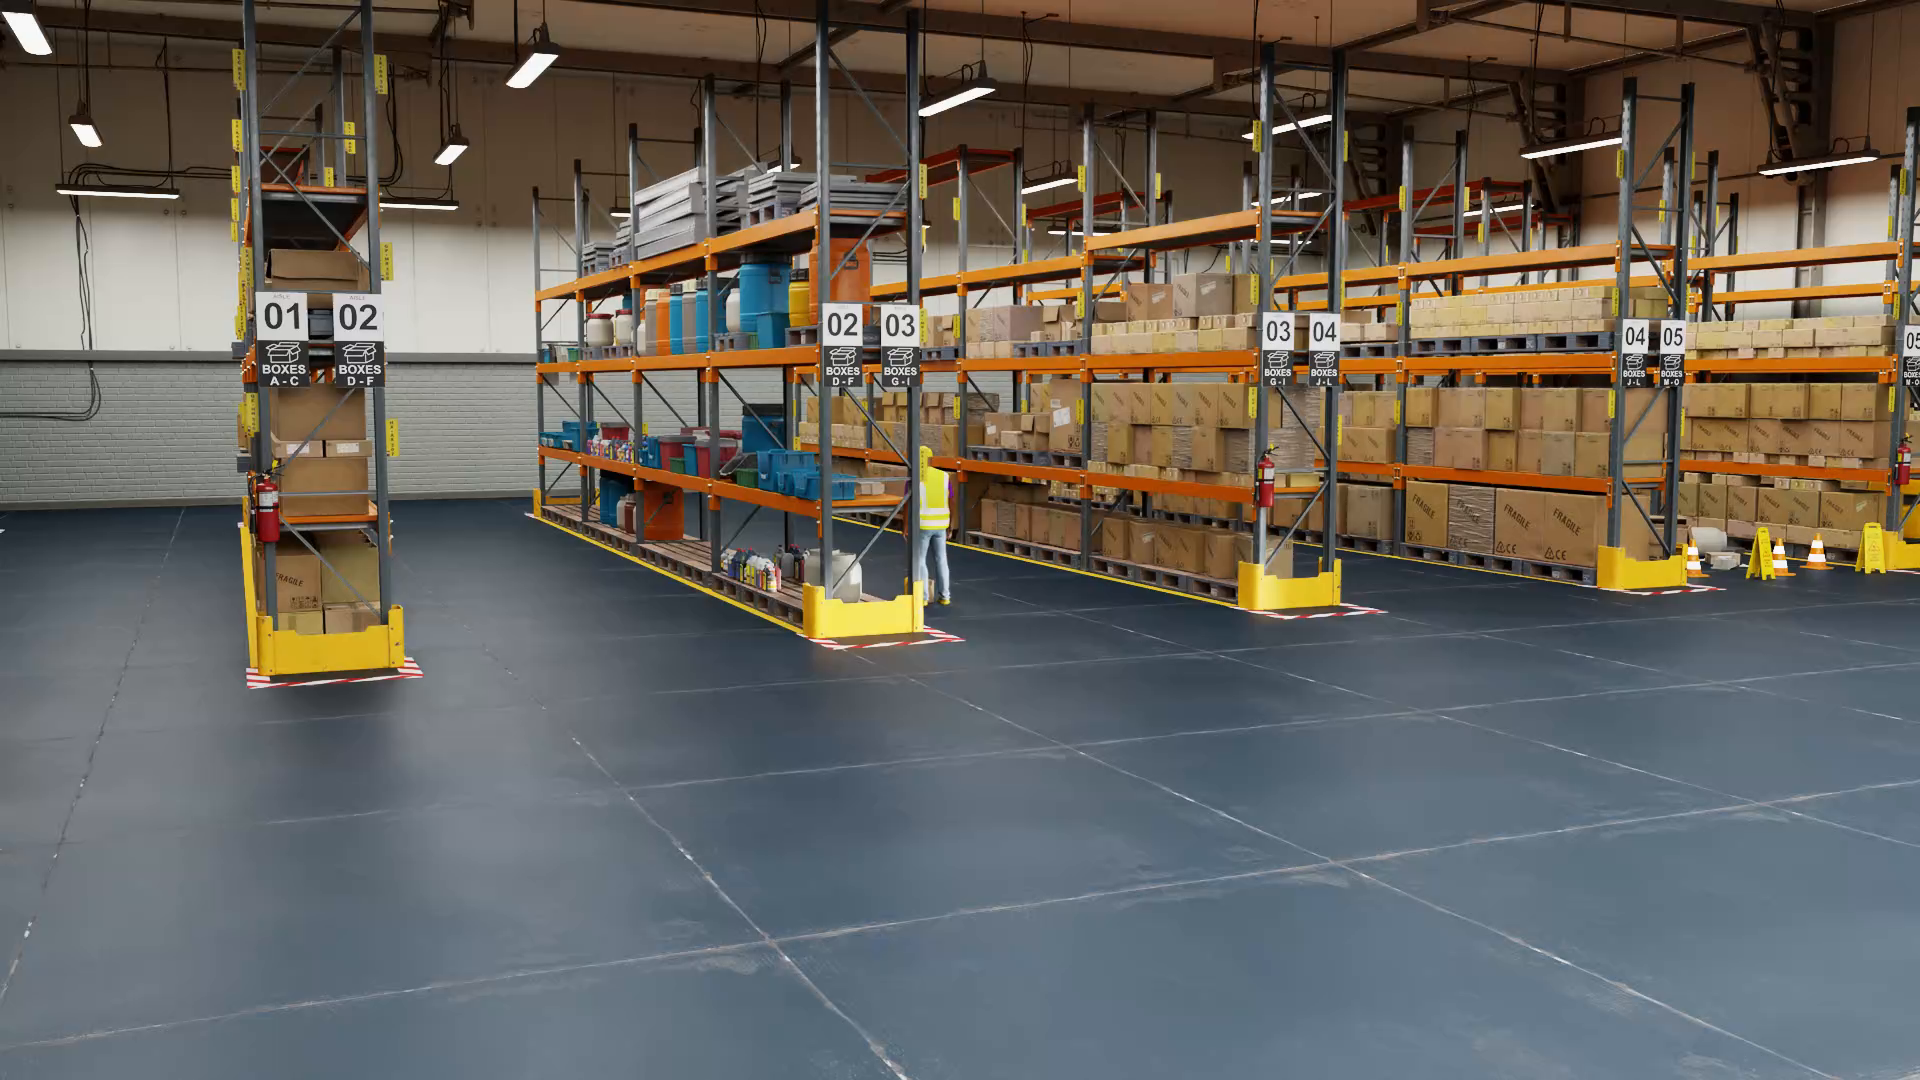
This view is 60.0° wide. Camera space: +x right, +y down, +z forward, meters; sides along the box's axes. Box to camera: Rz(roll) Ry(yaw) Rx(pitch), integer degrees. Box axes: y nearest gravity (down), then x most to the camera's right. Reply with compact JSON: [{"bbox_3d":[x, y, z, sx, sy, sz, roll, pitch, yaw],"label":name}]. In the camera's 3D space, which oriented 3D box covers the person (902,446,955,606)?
[{"bbox_3d":[-0.357,-0.162,18.399,0.634,1.760,0.460,-3,6,-27],"label":"person"}]
